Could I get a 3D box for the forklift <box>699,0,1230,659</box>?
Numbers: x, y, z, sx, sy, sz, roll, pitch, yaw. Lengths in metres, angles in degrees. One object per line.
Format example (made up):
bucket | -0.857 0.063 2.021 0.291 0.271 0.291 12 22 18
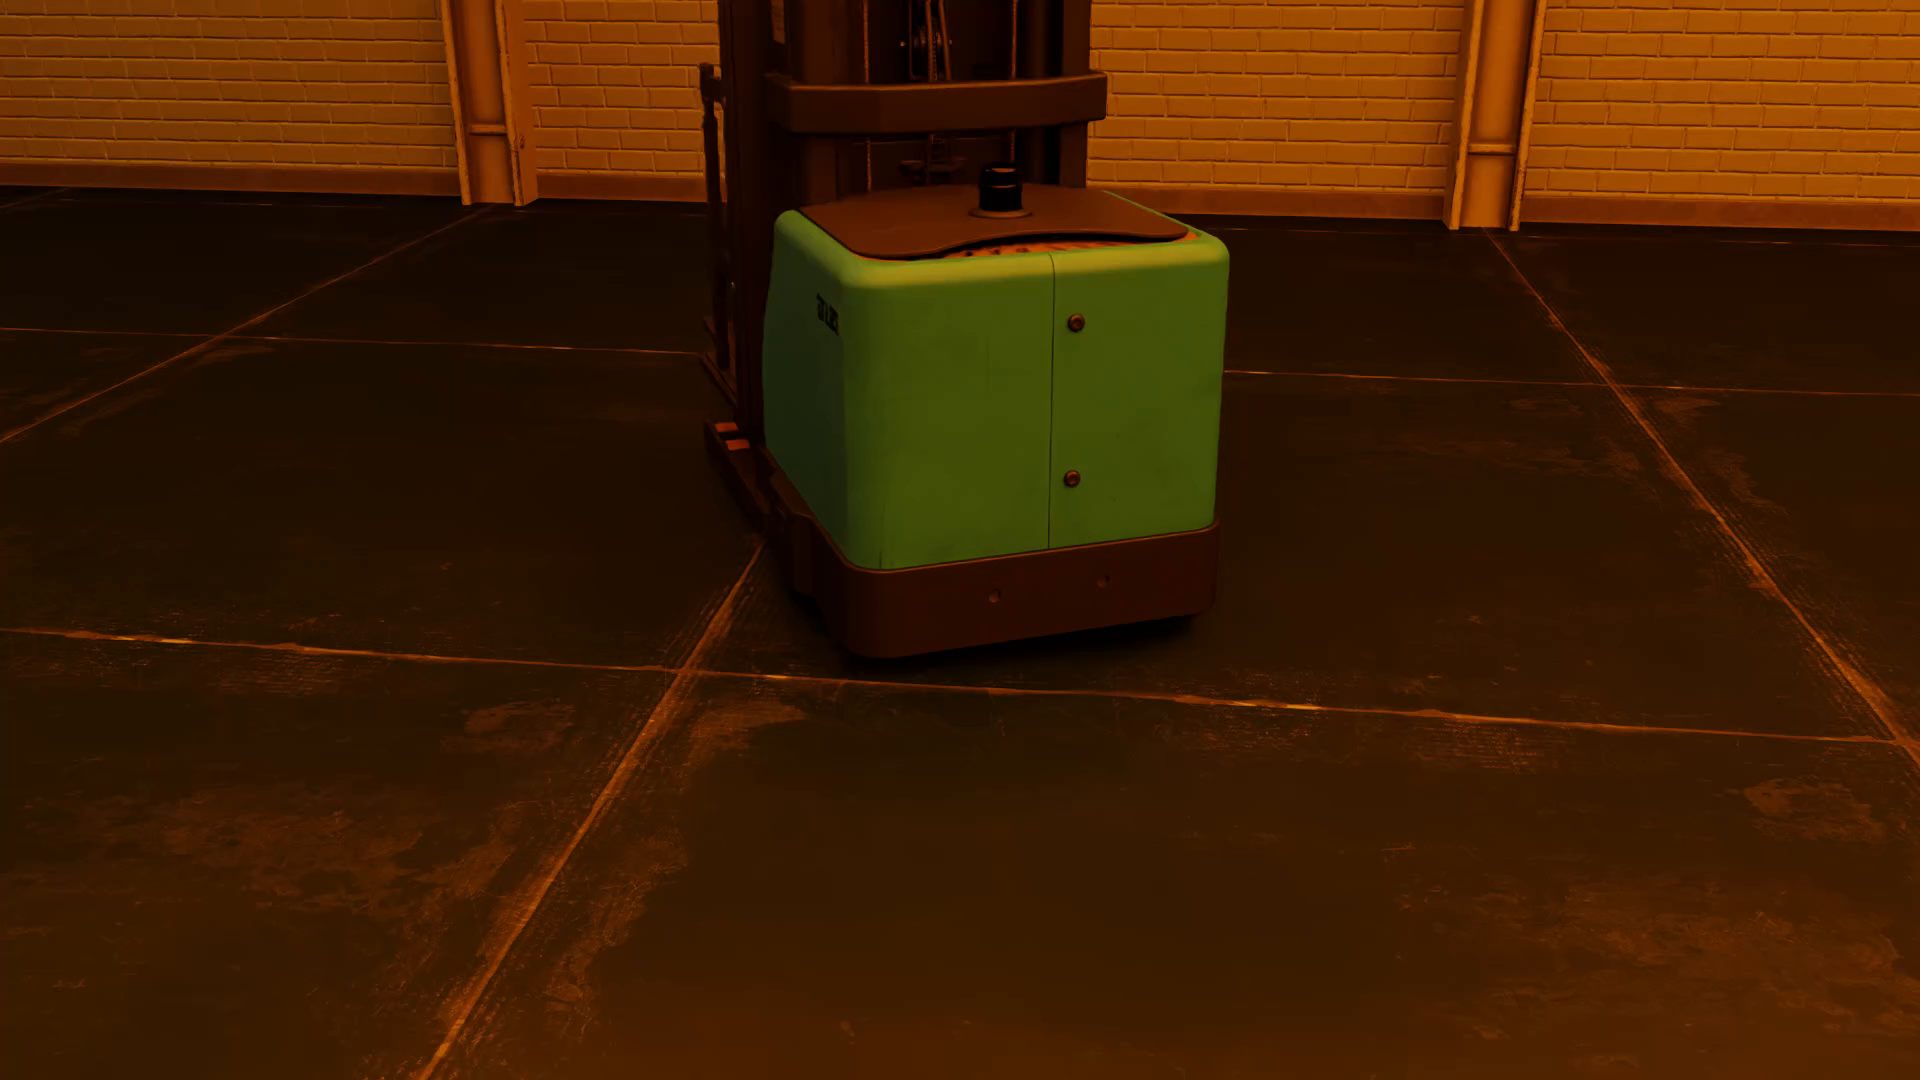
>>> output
forklift | -0.253 -1.578 5.171 1.130 2.935 3.031 -7 23 -17
